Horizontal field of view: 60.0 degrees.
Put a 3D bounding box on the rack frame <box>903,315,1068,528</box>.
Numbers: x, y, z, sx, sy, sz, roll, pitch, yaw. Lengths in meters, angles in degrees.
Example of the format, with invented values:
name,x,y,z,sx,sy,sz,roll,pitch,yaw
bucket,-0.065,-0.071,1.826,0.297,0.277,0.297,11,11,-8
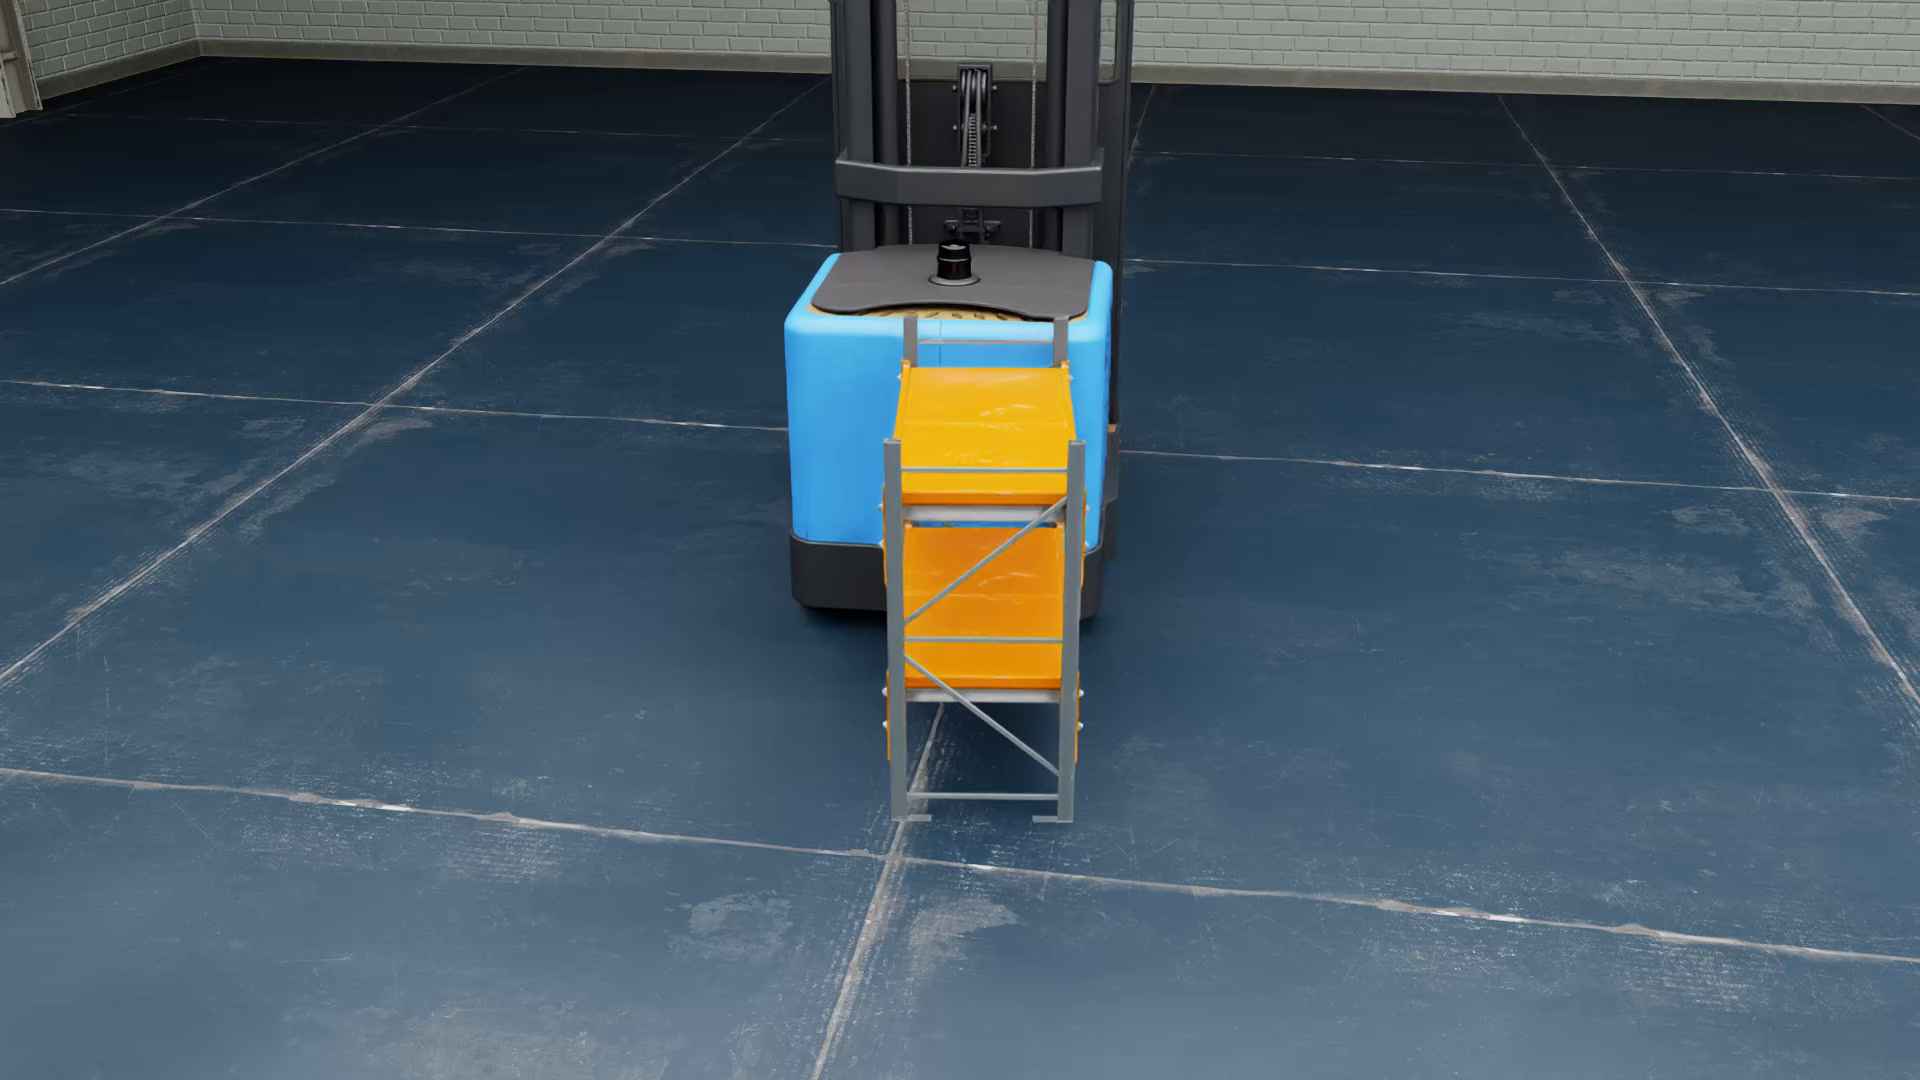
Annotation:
name,x,y,z,sx,sy,sz,roll,pitch,yaw
rack frame,0.078,-0.167,5.279,0.500,1.125,0.032,0,25,1

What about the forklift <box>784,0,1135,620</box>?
name,x,y,z,sx,sy,sz,roll,pitch,yaw
forklift,0.107,-1.653,6.323,1.130,2.935,3.031,3,25,6

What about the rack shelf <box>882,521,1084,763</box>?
name,x,y,z,sx,sy,sz,roll,pitch,yaw
rack shelf,0.070,0.270,4.922,0.538,0.278,1.000,0,25,1

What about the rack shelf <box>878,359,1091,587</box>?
name,x,y,z,sx,sy,sz,roll,pitch,yaw
rack shelf,0.070,-0.216,4.695,0.538,0.278,1.000,0,25,1

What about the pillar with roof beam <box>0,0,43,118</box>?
name,x,y,z,sx,sy,sz,roll,pitch,yaw
pillar with roof beam,-3.660,-7.339,11.313,9.100,9.000,0.400,4,25,9

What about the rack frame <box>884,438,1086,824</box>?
name,x,y,z,sx,sy,sz,roll,pitch,yaw
rack frame,0.061,0.264,4.358,0.500,1.125,0.032,0,25,1

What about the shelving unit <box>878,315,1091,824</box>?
name,x,y,z,sx,sy,sz,roll,pitch,yaw
shelving unit,0.070,0.049,4.819,0.538,1.125,1.048,0,25,1
